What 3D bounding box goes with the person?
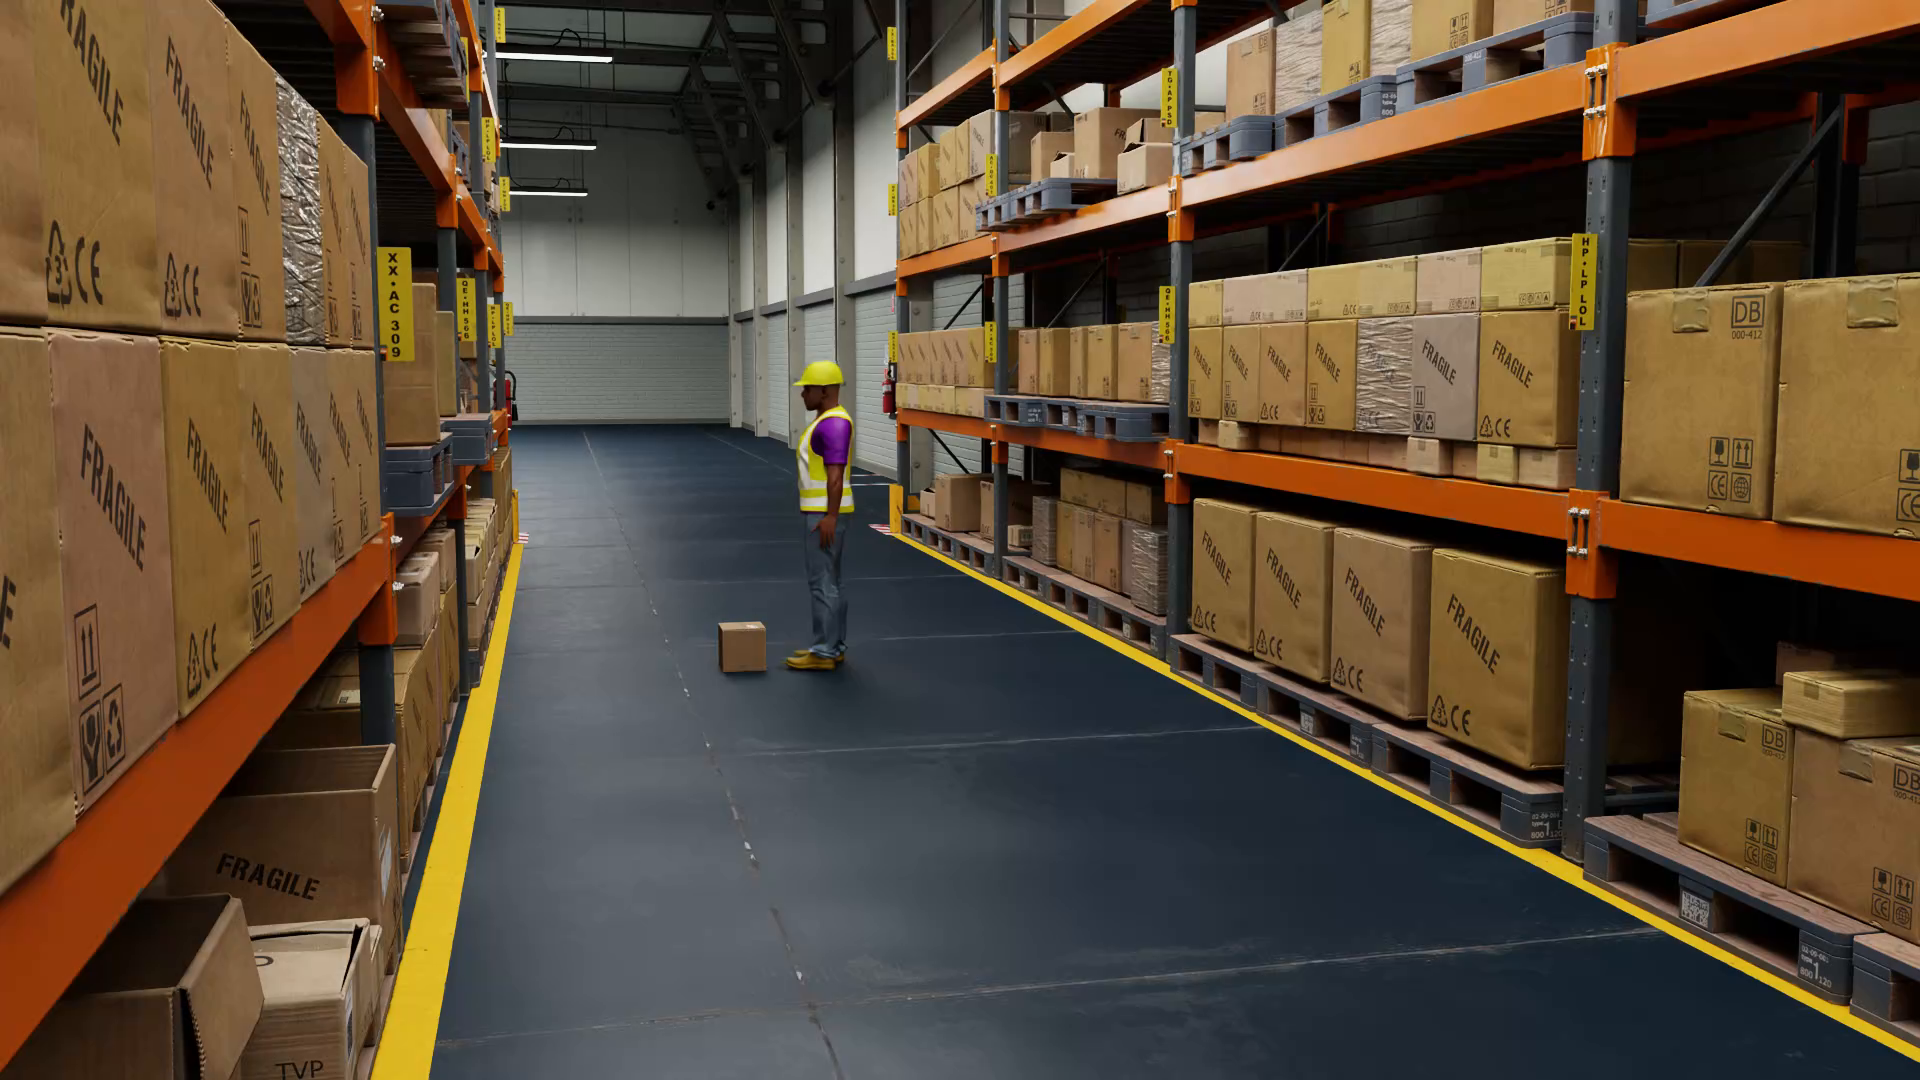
[{"bbox_3d":[-0.818,-0.155,9.701,0.408,1.767,0.606,-1,6,-5],"label":"person"}]
